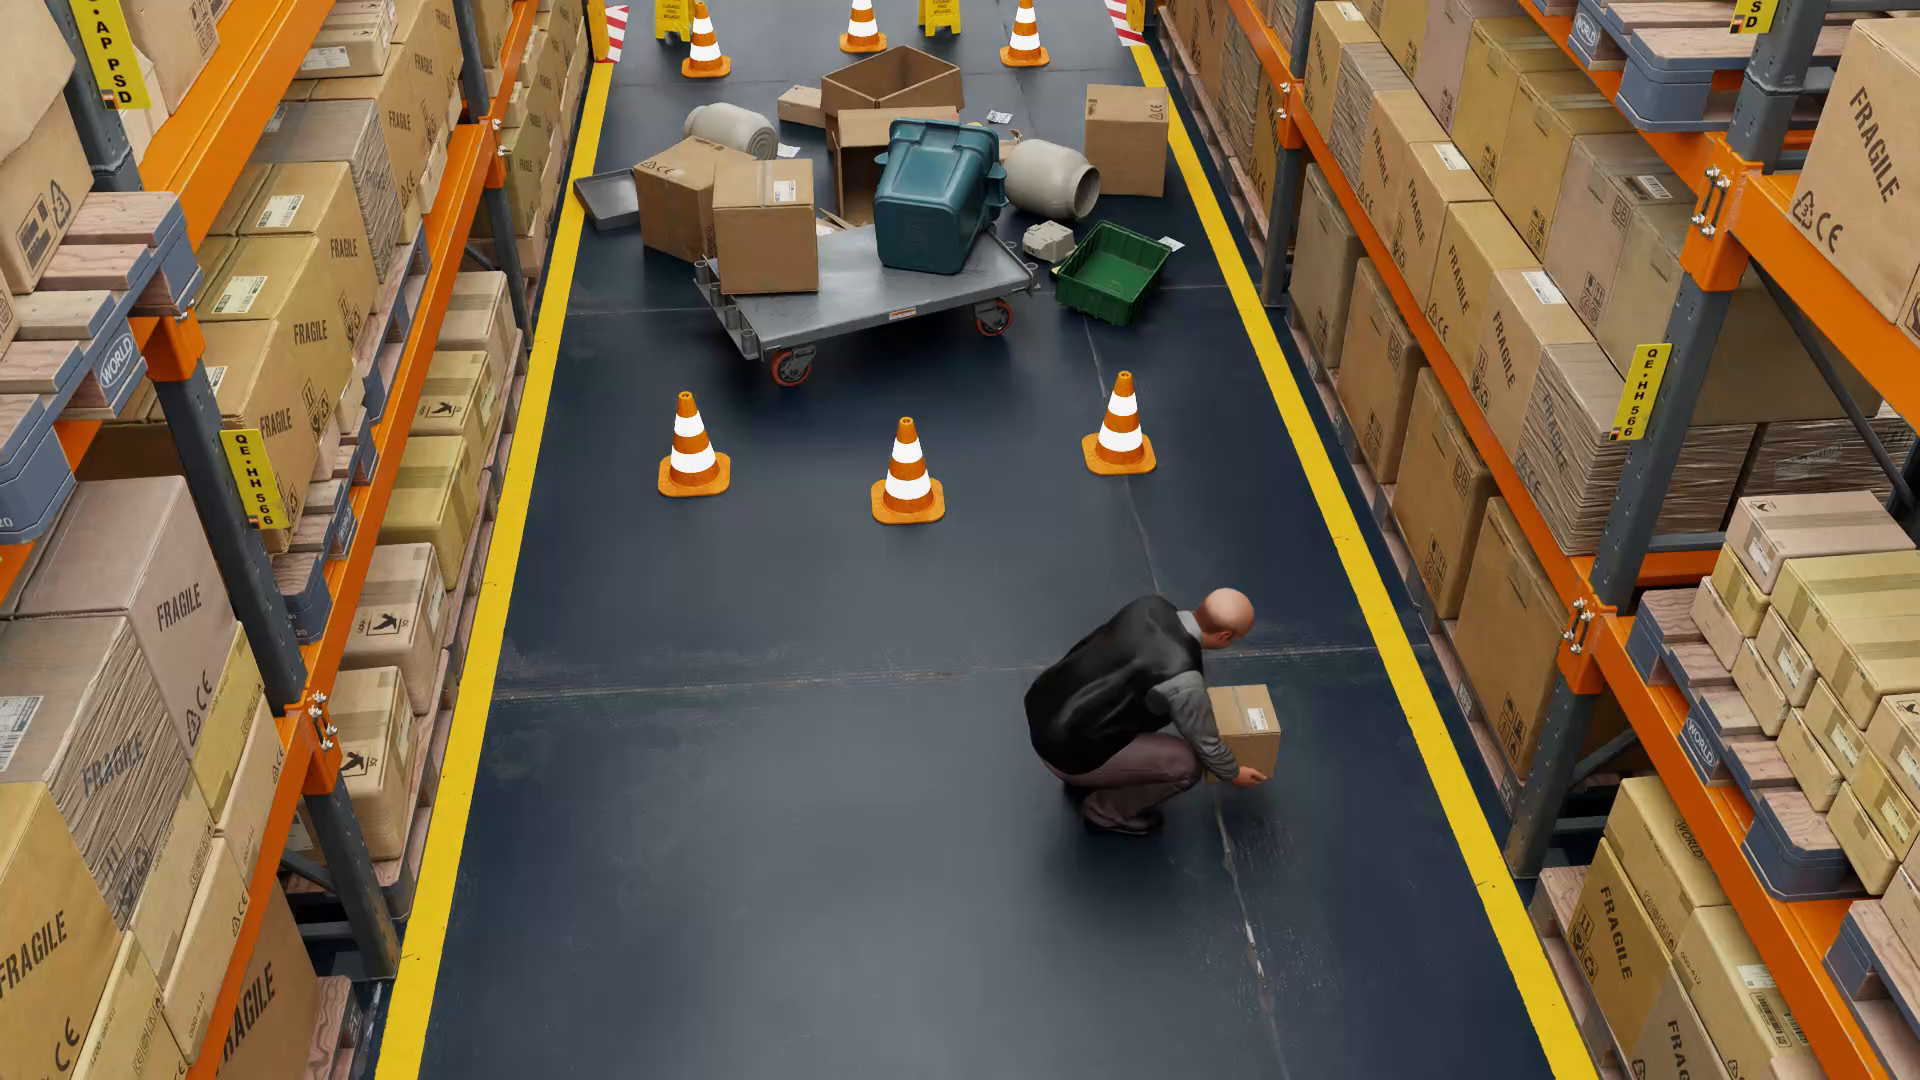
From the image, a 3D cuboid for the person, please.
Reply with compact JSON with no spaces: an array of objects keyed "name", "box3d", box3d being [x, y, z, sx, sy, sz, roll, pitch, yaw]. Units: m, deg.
[{"name":"person","box3d":[0.674,0.605,6.036,0.872,0.963,0.530,-3,39,-4]}]
